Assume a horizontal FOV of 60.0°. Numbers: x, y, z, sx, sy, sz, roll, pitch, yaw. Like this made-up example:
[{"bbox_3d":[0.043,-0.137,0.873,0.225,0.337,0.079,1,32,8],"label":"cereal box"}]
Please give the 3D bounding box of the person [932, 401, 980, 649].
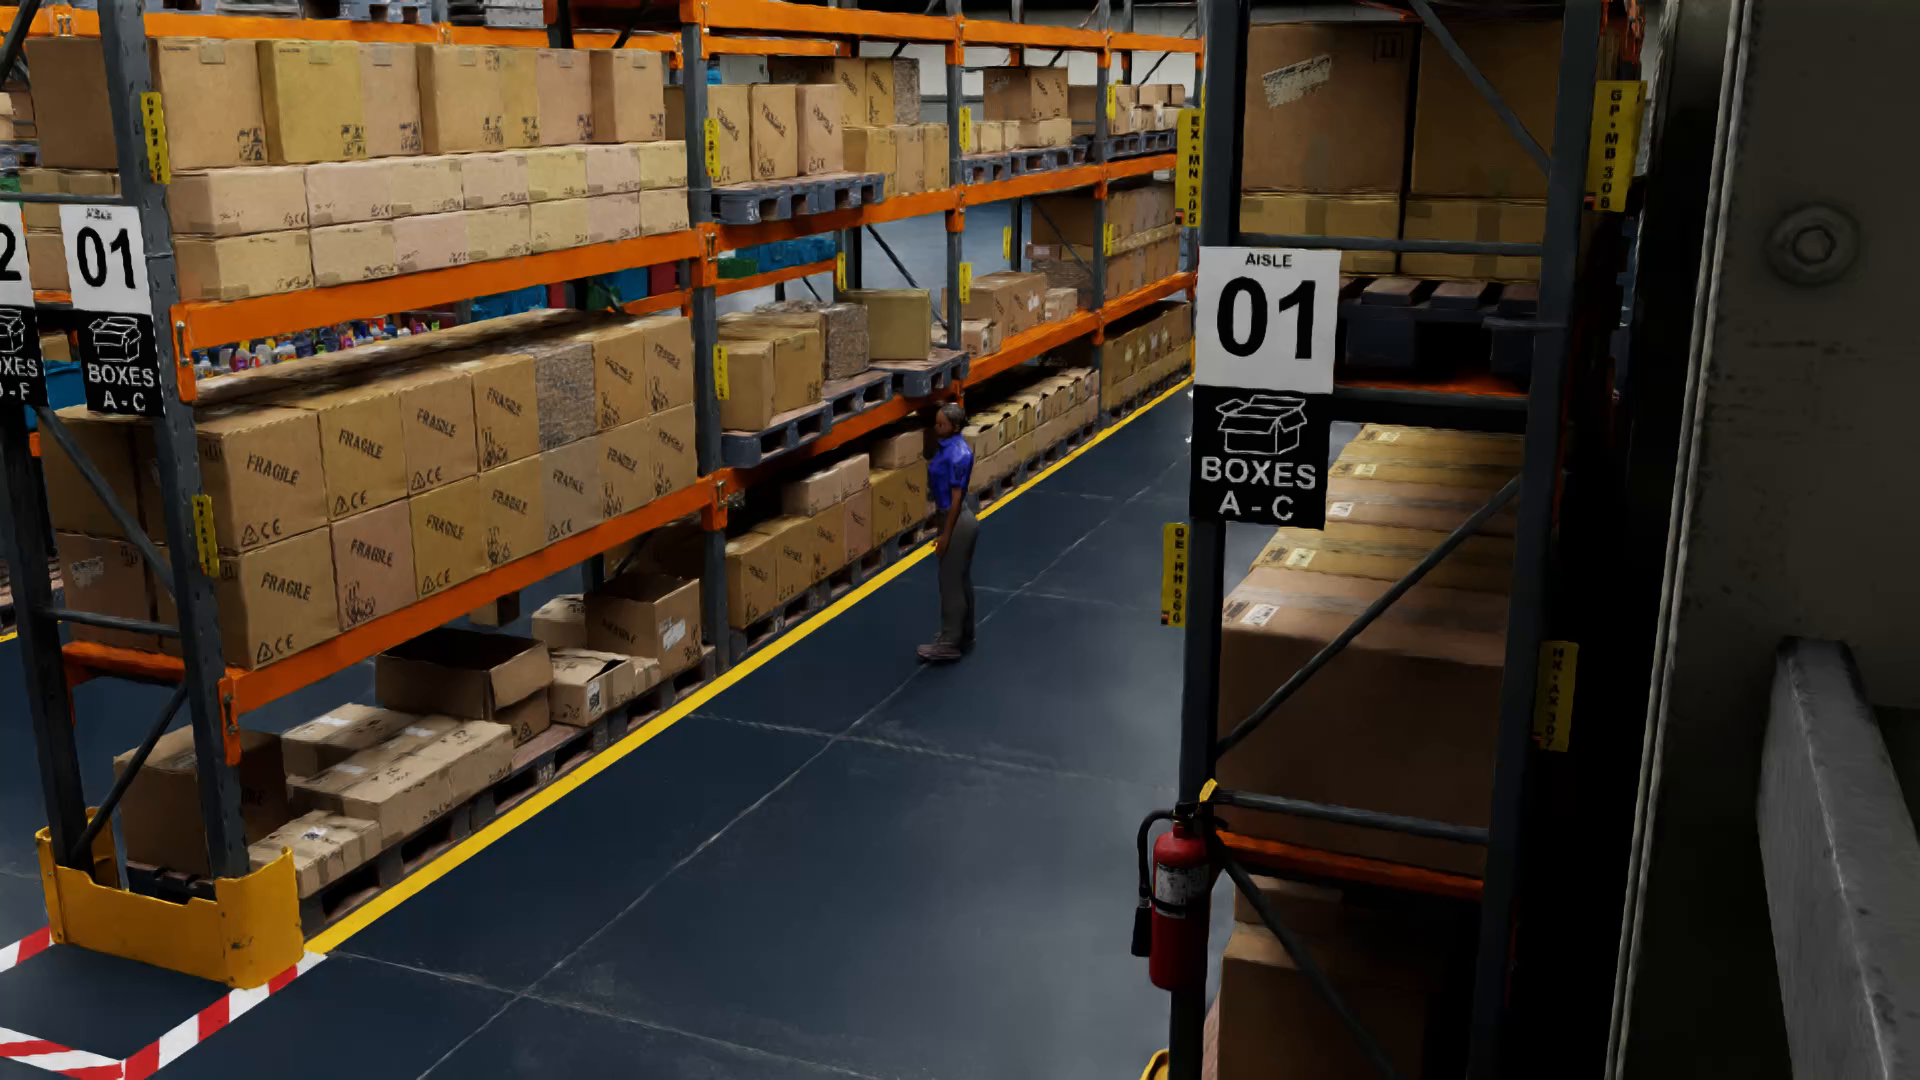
[{"bbox_3d":[-0.043,-0.106,10.672,0.319,1.588,0.493,-2,16,-7],"label":"person"}]
